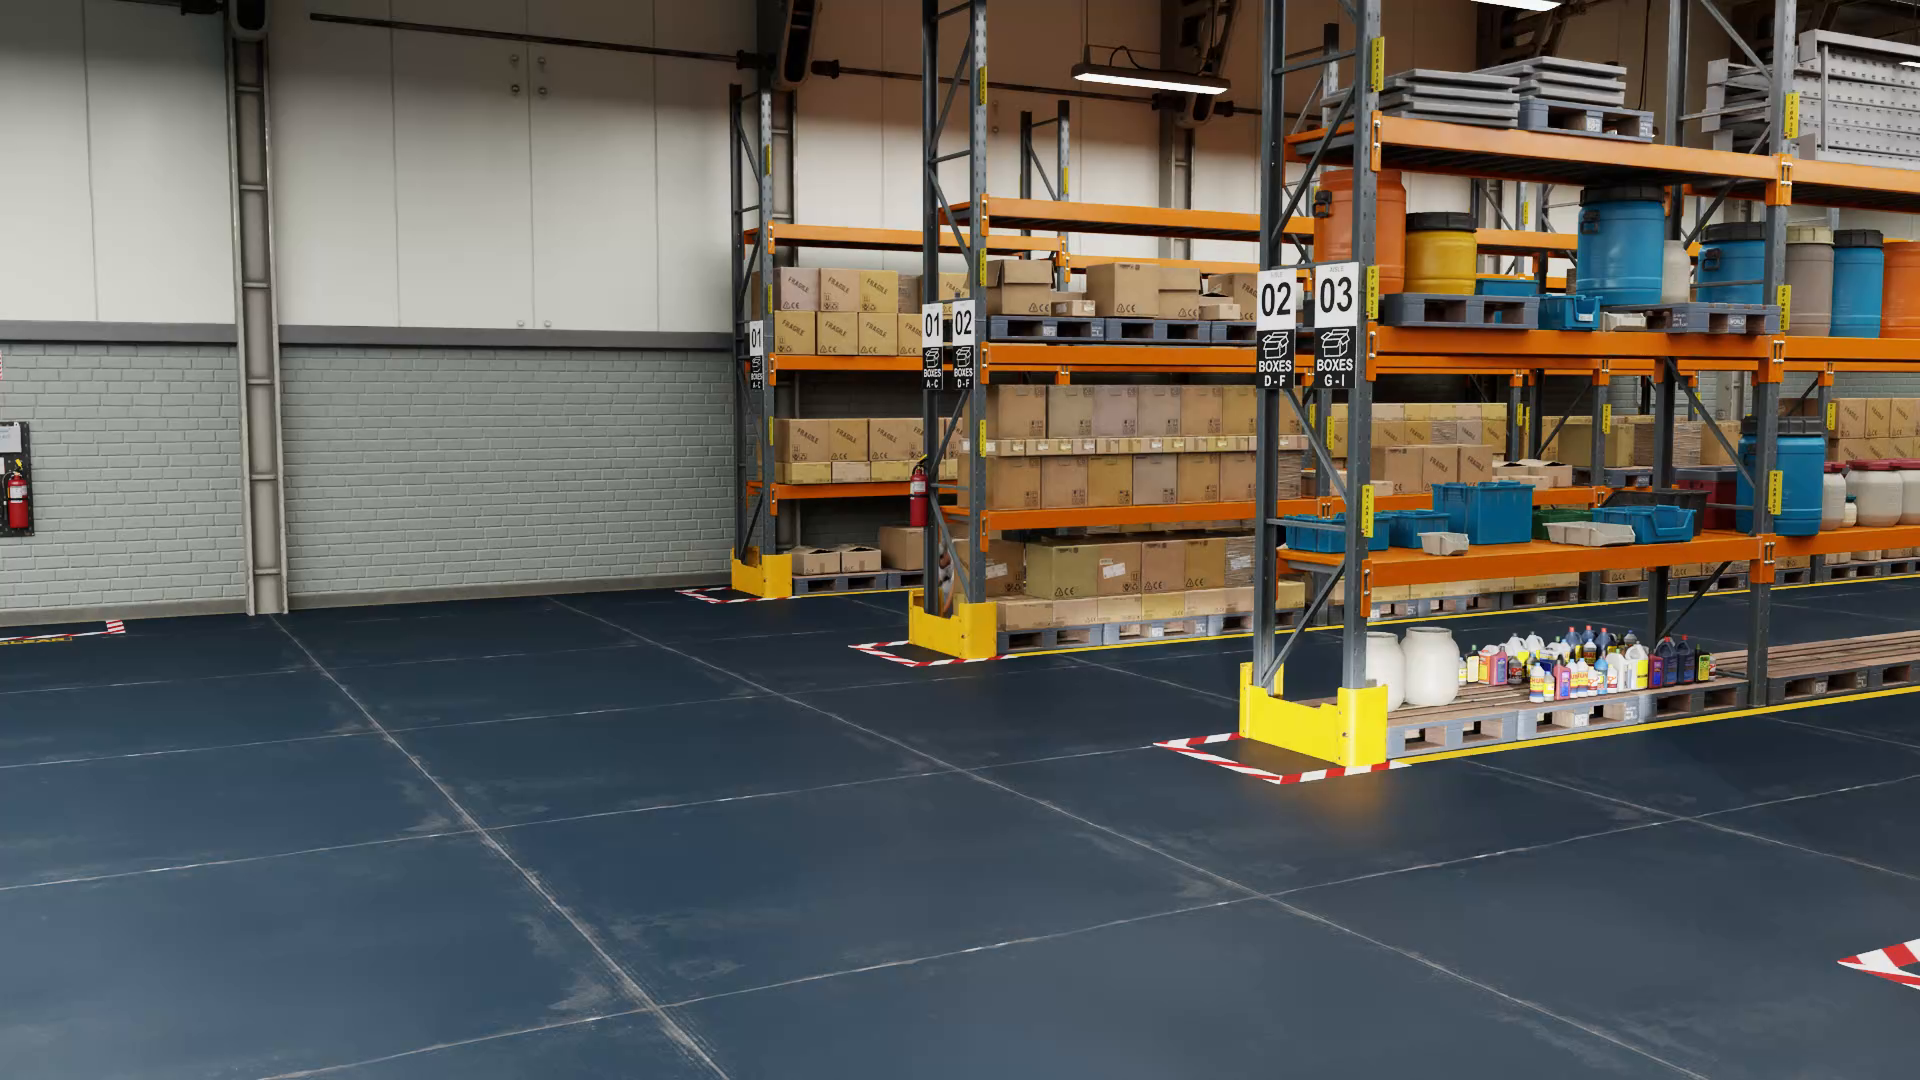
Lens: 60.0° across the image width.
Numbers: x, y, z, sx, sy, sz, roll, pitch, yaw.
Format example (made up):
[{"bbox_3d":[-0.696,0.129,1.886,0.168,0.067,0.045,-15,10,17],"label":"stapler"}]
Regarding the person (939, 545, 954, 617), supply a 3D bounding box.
[{"bbox_3d":[0.012,0.446,17.217,0.866,0.838,0.525,-3,6,-30],"label":"person"}]
